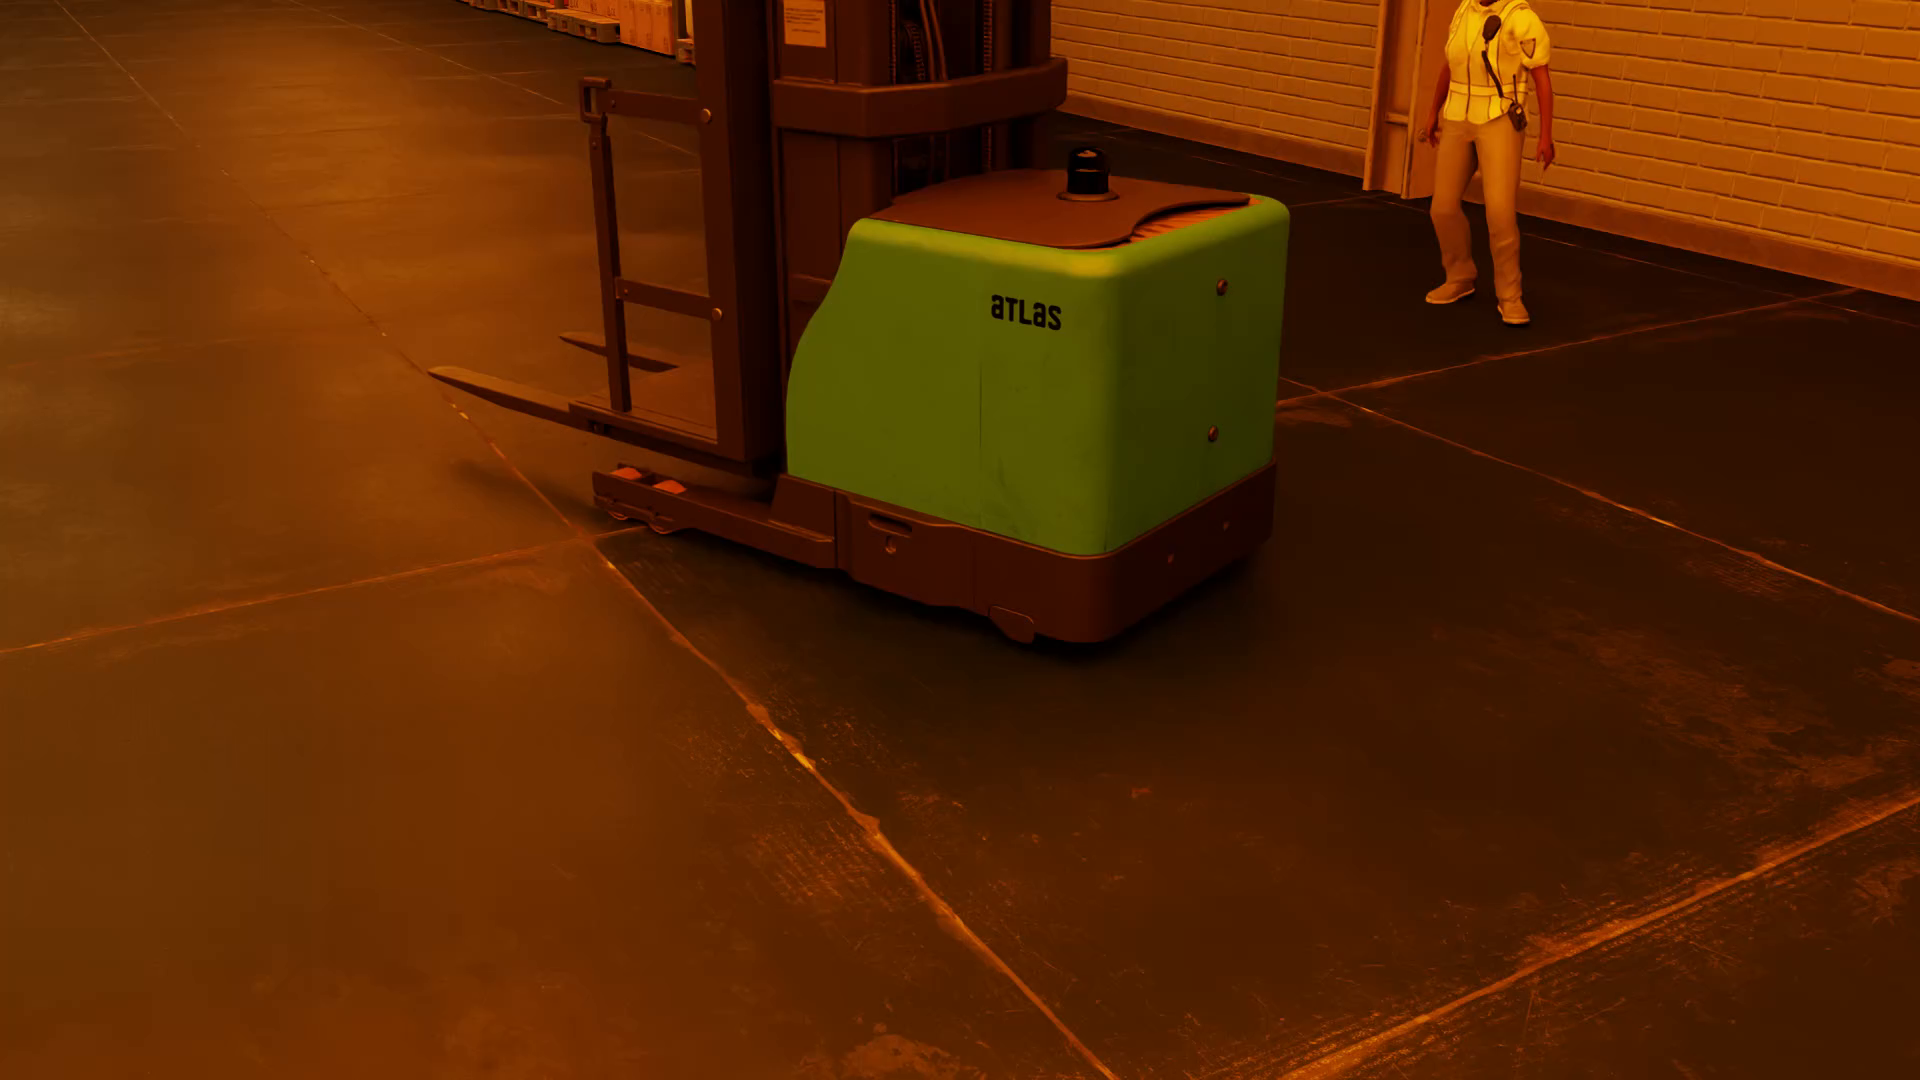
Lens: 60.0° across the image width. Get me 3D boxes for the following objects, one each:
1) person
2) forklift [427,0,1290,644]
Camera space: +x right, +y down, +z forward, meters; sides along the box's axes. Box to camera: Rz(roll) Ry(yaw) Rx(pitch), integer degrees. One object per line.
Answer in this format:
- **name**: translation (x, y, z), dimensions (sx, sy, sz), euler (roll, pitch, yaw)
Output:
- **person**: translation (2.382, -1.844, 7.506), dimensions (0.409, 1.631, 0.796), euler (-16, 27, -34)
- **forklift**: translation (-0.541, -1.515, 4.965), dimensions (3.031, 2.935, 1.130), euler (16, 27, 34)
